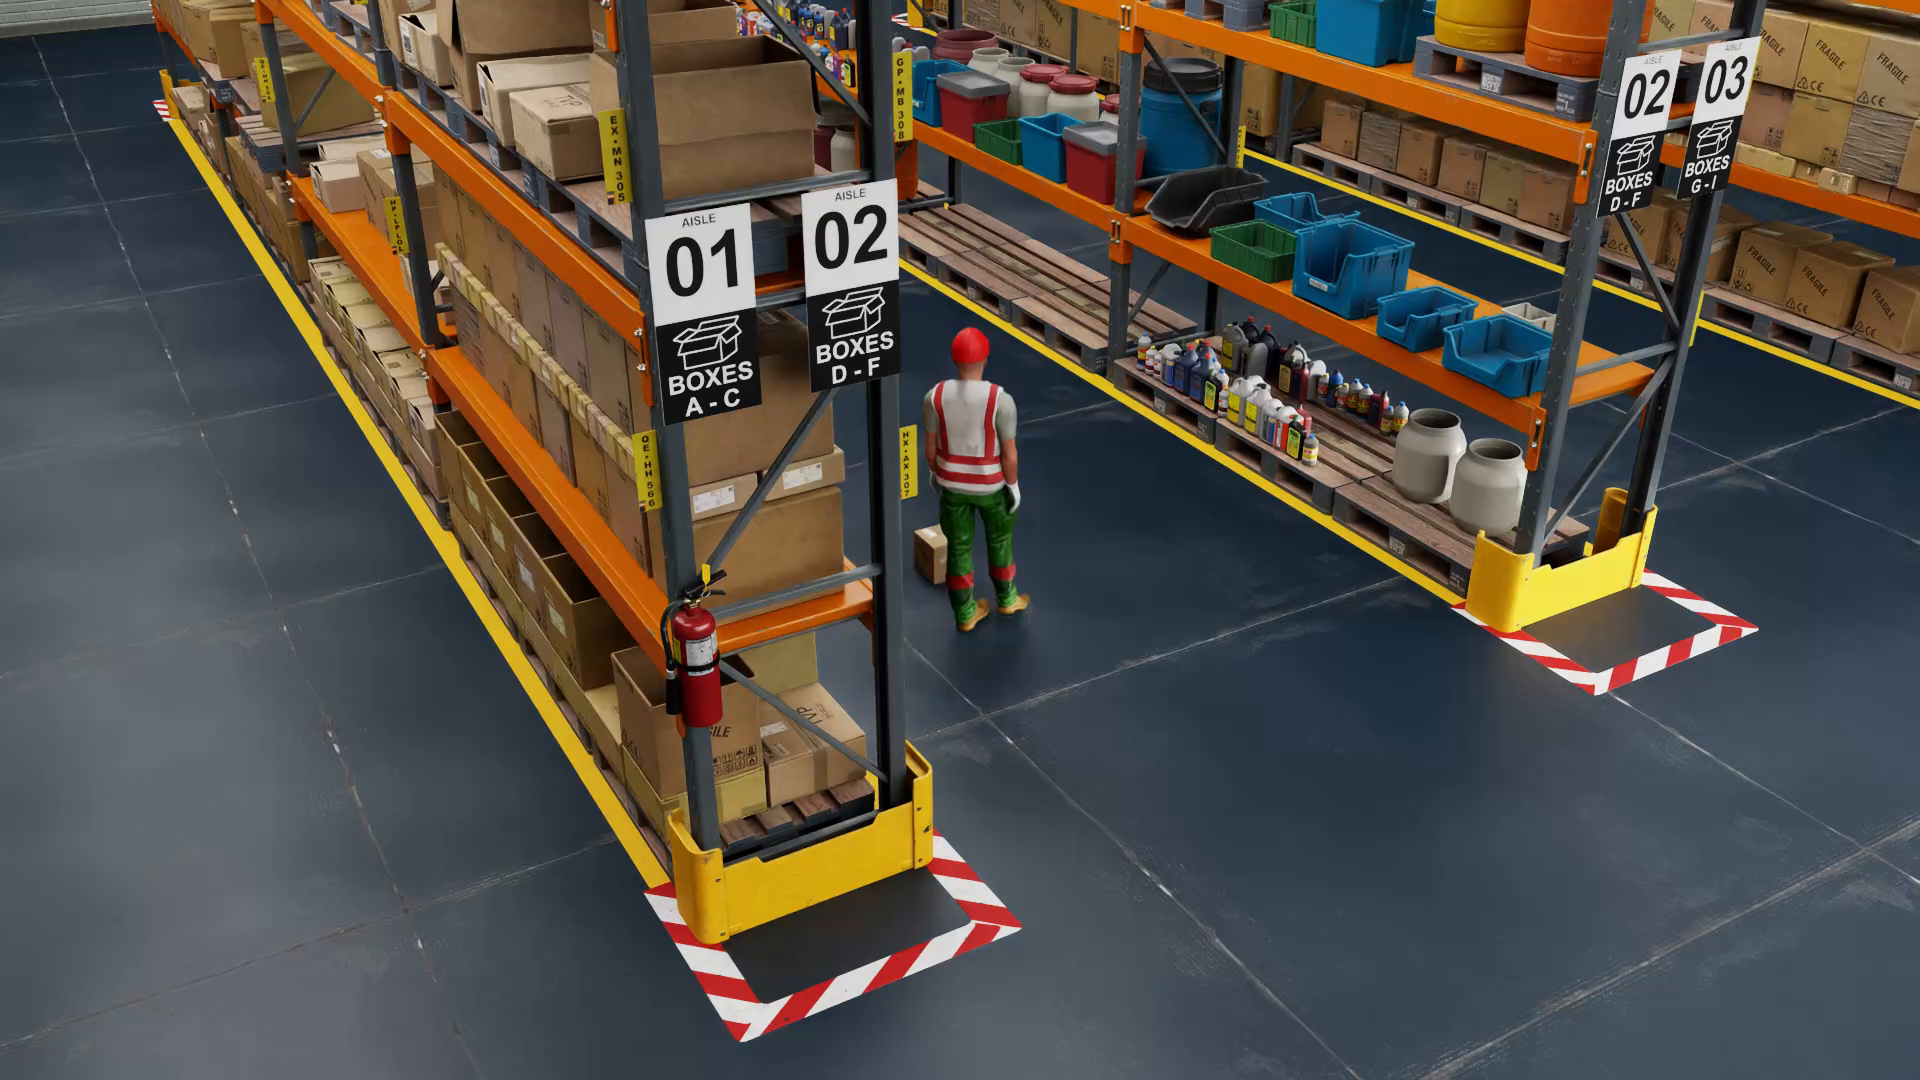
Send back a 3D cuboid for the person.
[{"bbox_3d":[0.099,-0.350,9.189,0.558,1.815,0.522,6,29,11],"label":"person"}]
